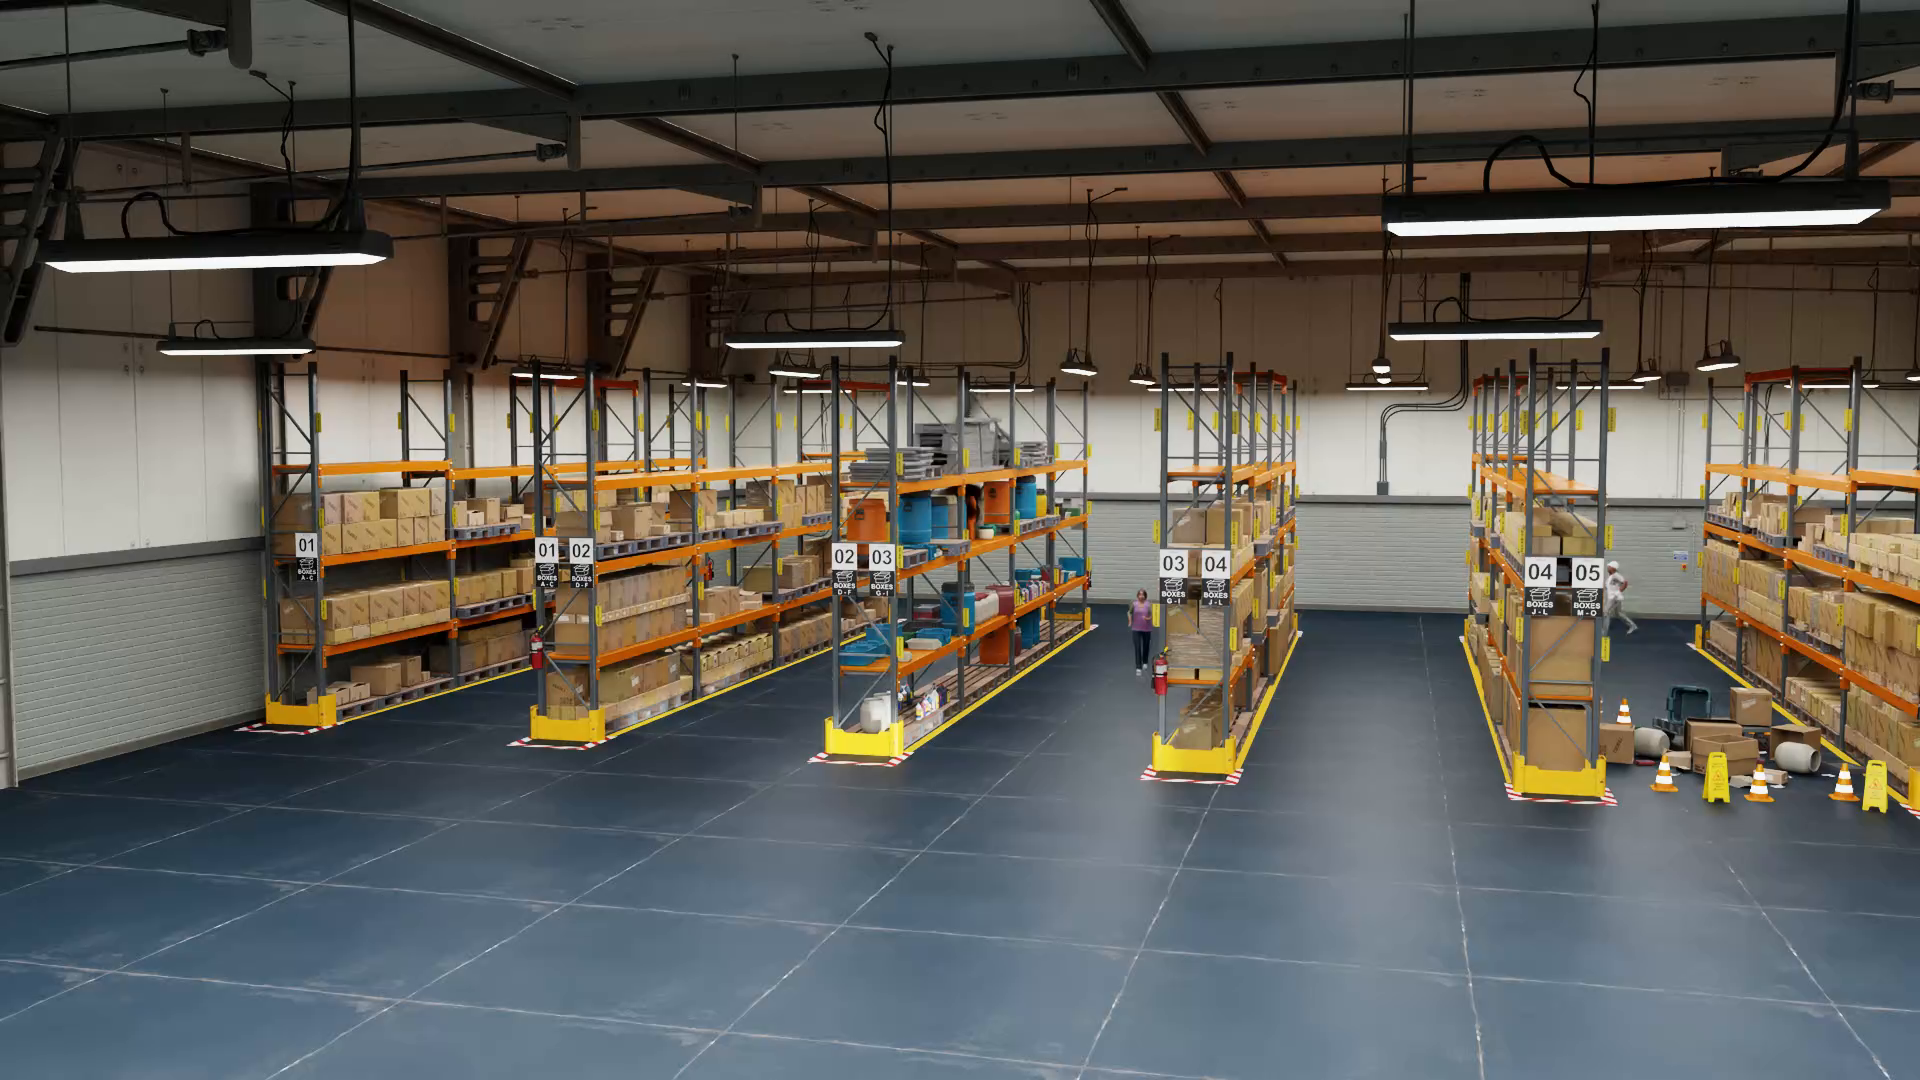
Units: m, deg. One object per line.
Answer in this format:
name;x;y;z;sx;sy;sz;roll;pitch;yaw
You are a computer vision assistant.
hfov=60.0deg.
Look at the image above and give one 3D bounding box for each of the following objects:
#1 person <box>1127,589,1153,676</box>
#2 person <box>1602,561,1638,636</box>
person;3.395;1.714;31.154;0.543;1.596;0.790;0;4;7
person;15.149;1.395;38.558;0.846;1.807;0.696;1;4;17
